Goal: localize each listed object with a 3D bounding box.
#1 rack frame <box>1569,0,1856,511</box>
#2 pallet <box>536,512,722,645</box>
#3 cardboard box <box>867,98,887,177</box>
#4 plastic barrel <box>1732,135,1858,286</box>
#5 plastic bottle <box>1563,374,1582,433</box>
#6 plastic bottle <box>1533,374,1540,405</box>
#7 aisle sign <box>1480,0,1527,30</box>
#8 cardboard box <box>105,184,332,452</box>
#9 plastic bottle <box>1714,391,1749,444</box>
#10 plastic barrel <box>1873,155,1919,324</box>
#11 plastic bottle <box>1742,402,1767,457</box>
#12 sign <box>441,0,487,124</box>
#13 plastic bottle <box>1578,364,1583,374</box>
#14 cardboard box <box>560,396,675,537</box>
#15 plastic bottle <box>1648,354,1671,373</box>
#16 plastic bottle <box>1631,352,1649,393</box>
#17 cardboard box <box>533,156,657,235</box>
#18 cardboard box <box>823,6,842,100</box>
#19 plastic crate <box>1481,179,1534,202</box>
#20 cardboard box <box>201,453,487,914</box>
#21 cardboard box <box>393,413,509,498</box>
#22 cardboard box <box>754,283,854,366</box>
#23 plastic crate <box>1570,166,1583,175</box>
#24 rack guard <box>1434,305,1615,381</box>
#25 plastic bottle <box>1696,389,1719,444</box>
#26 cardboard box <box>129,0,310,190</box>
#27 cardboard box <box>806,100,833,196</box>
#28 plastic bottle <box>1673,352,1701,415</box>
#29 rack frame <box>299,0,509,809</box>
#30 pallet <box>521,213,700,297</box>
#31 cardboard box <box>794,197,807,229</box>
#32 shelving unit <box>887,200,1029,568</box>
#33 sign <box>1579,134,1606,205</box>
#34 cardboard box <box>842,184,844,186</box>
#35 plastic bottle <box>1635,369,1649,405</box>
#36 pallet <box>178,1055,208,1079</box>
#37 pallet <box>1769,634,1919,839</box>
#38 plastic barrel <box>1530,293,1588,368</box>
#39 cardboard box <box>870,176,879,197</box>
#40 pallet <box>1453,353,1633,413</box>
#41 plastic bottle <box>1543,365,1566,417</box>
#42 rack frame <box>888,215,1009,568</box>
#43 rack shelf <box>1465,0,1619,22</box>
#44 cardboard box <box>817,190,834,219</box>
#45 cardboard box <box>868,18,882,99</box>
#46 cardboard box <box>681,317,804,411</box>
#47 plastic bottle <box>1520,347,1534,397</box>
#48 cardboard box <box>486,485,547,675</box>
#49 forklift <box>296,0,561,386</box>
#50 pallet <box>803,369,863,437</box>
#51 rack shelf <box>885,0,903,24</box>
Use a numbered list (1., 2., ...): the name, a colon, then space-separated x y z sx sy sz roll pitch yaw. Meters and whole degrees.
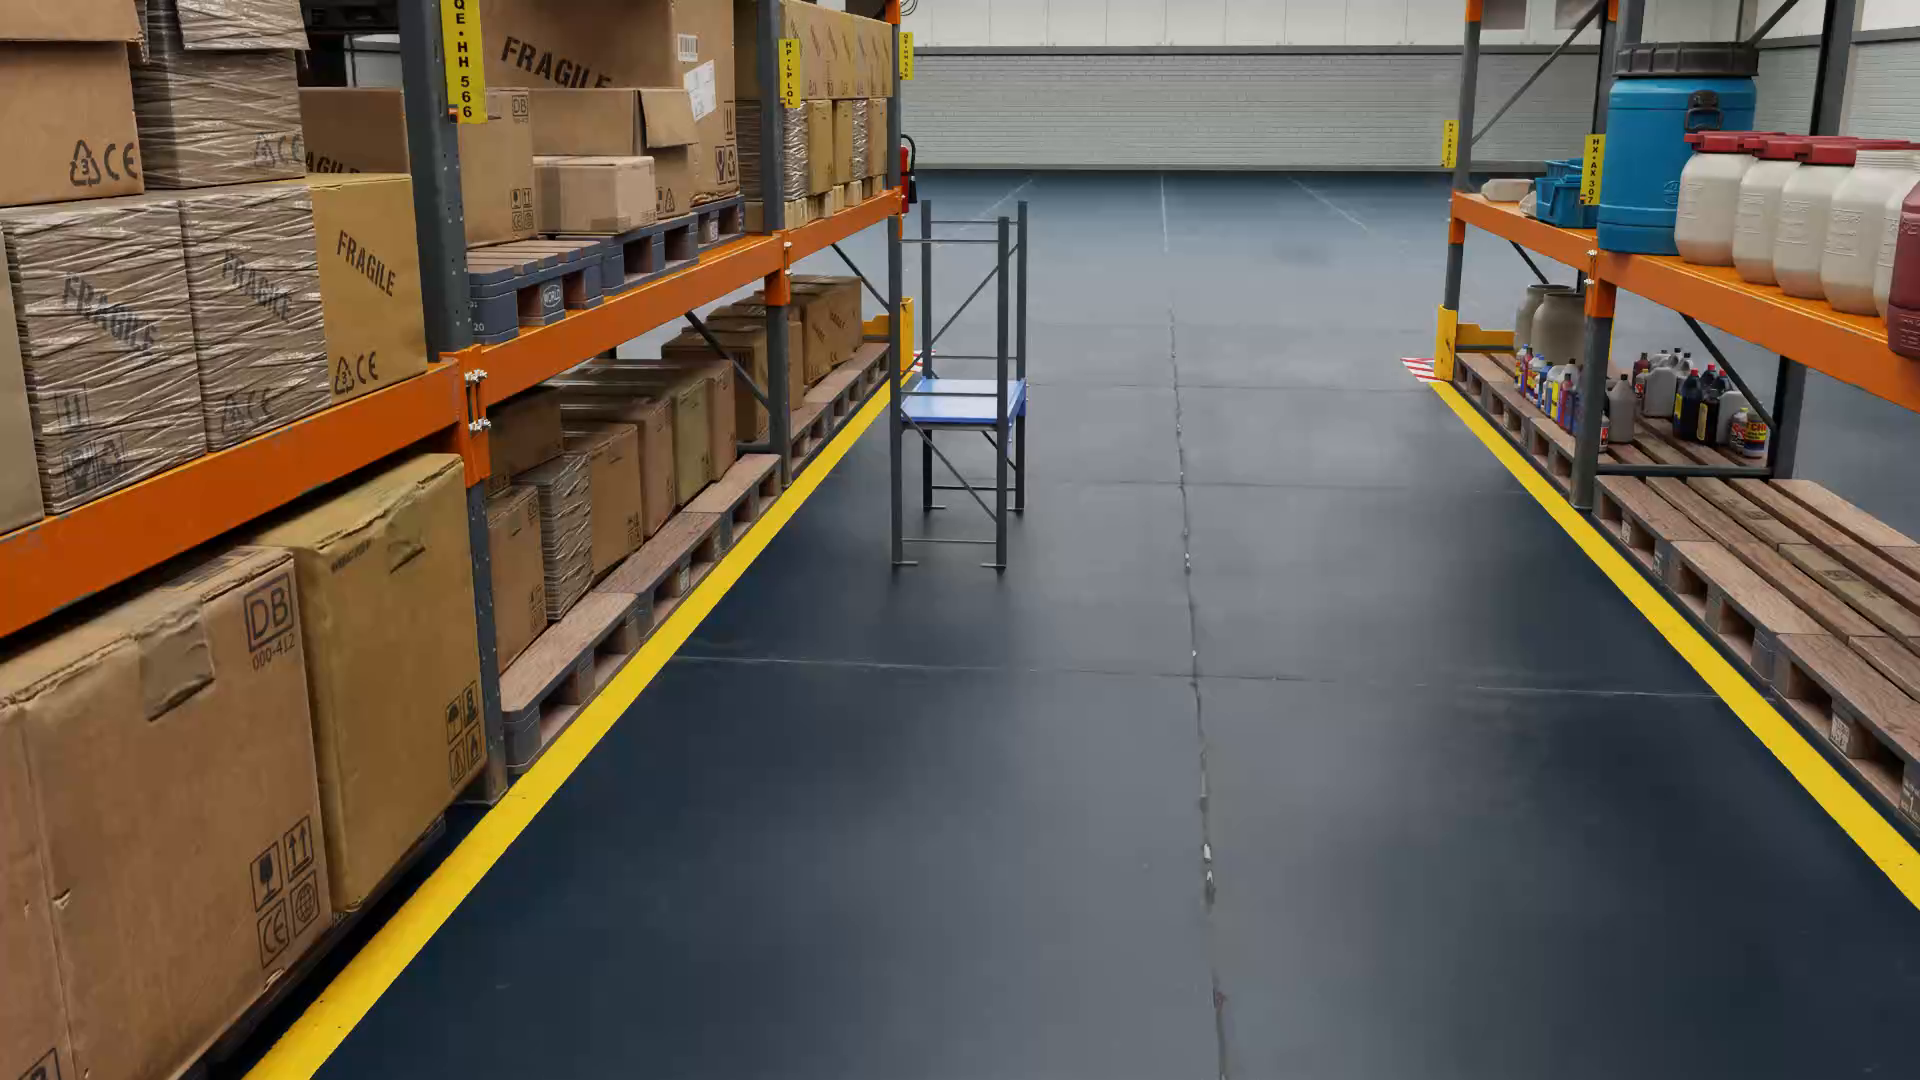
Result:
1. rack frame: 3.536 -1.595 7.813 1.000 3.000 0.127 2 15 6
2. pallet: -1.607 0.125 6.796 1.003 0.211 1.213 2 15 6
3. cardboard box: -0.961 -2.695 11.120 0.875 0.500 0.500 2 15 6
4. plastic barrel: 3.127 -1.228 6.197 0.433 0.535 0.433 0 15 0
5. plastic bottle: 3.344 -0.754 8.934 0.144 0.351 0.185 1 15 3
6. plastic bottle: 3.412 -0.892 9.732 0.097 0.201 0.097 0 15 0
7. aisle sign: 3.704 -3.914 11.411 0.394 0.787 0.004 2 15 6
8. cardboard box: -1.708 -0.487 3.525 0.500 0.500 0.500 2 15 6
9. plastic bottle: 4.017 -0.647 8.682 0.152 0.276 0.135 2 15 8
10. plastic barrel: 2.989 -0.884 4.971 0.421 0.512 0.421 0 15 0
11. plastic bottle: 4.008 -0.560 8.369 0.097 0.271 0.097 0 15 0
12. sign: -1.285 -1.246 4.307 0.100 0.325 0.005 2 15 6
13. plastic bottle: 3.509 -0.844 9.397 0.061 0.283 0.133 2 15 6
14. cardboard box: -1.611 -0.319 7.042 0.700 0.500 0.500 0 15 1
15. plastic bottle: 4.160 -0.976 9.899 0.152 0.276 0.135 2 15 7
16. plastic bottle: 4.054 -0.982 9.909 0.061 0.283 0.133 2 15 6
17. cardboard box: -1.419 -1.261 6.063 0.500 0.250 0.500 1 15 5
18. cardboard box: -0.970 -2.784 9.533 0.500 0.500 0.500 2 15 6
19. plastic crate: 3.567 -2.282 10.860 0.298 0.136 0.250 2 15 6
20. cardboard box: -1.935 0.298 4.078 1.225 0.875 0.875 1 15 4
21. cardboard box: -1.791 -0.245 5.332 0.500 0.250 0.500 2 15 9
22. cardboard box: -1.054 -1.456 11.286 0.500 0.500 0.500 6 16 21
23. plastic crate: 4.149 -2.253 10.534 0.499 0.251 0.408 2 15 6
24. rack guard: 4.026 -1.404 11.898 1.175 0.500 0.348 2 15 6
25. plastic bottle: 3.911 -0.653 8.692 0.061 0.283 0.133 2 15 6
26. cardboard box: -1.935 -1.046 3.672 0.797 0.503 0.637 2 15 8
27. cardboard box: -1.182 -2.176 9.201 0.875 0.500 0.500 2 15 6
28. plastic bottle: 4.109 -0.885 9.419 0.144 0.351 0.185 2 15 6
29. rack frame: -1.837 -0.703 4.515 1.000 3.000 0.127 2 15 6
30. pallet: -1.654 -1.125 6.444 1.003 0.211 1.213 2 15 6
31. cardboard box: -1.021 -1.731 8.797 0.380 0.149 0.250 2 15 6
32. shelving unit: 0.010 -0.746 7.548 0.538 1.500 1.048 2 15 6
33. sign: 2.991 -1.747 7.847 0.100 0.325 0.005 2 15 6
34. cardboard box: -0.923 -2.122 10.243 0.380 0.149 0.250 2 15 6
35. plastic bottle: 4.018 -0.903 9.772 0.097 0.201 0.097 0 15 0
36. pallet: -2.141 1.161 2.965 1.003 0.211 1.213 2 15 6
37. pallet: 3.211 0.589 5.079 1.003 0.211 1.213 2 15 6
38. plastic barrel: 3.932 -1.331 10.799 0.421 0.512 0.421 0 15 0
39. cardboard box: -0.767 -2.445 11.441 0.380 0.149 0.250 2 15 6
40. pallet: 3.929 -1.054 11.157 1.003 0.211 1.213 2 15 6
41. plastic bottle: 3.403 -0.843 9.409 0.152 0.276 0.135 2 15 7
42. rack frame: -0.048 -0.614 7.061 0.500 1.500 0.032 2 15 6
43. rack shelf: 3.762 -3.214 9.433 1.077 0.370 4.000 2 15 6
44. cardboard box: -0.933 -1.925 9.516 0.380 0.149 0.250 2 15 6
45. cardboard box: -0.801 -3.173 10.972 0.500 0.500 0.500 2 15 6
46. cardboard box: -1.243 -0.988 9.553 0.500 0.500 0.500 7 17 24
47. plastic bottle: 3.429 -1.014 10.026 0.061 0.283 0.133 2 15 7
48. cardboard box: -1.781 0.117 5.429 0.700 0.500 0.500 1 15 3
49. forklift: -3.194 -1.776 8.616 1.130 2.935 3.031 3 15 10
50. pallet: -1.210 -0.887 10.538 1.003 0.211 1.213 2 15 6
51. rack shelf: -1.160 -3.360 9.973 1.077 0.370 4.000 2 15 6
